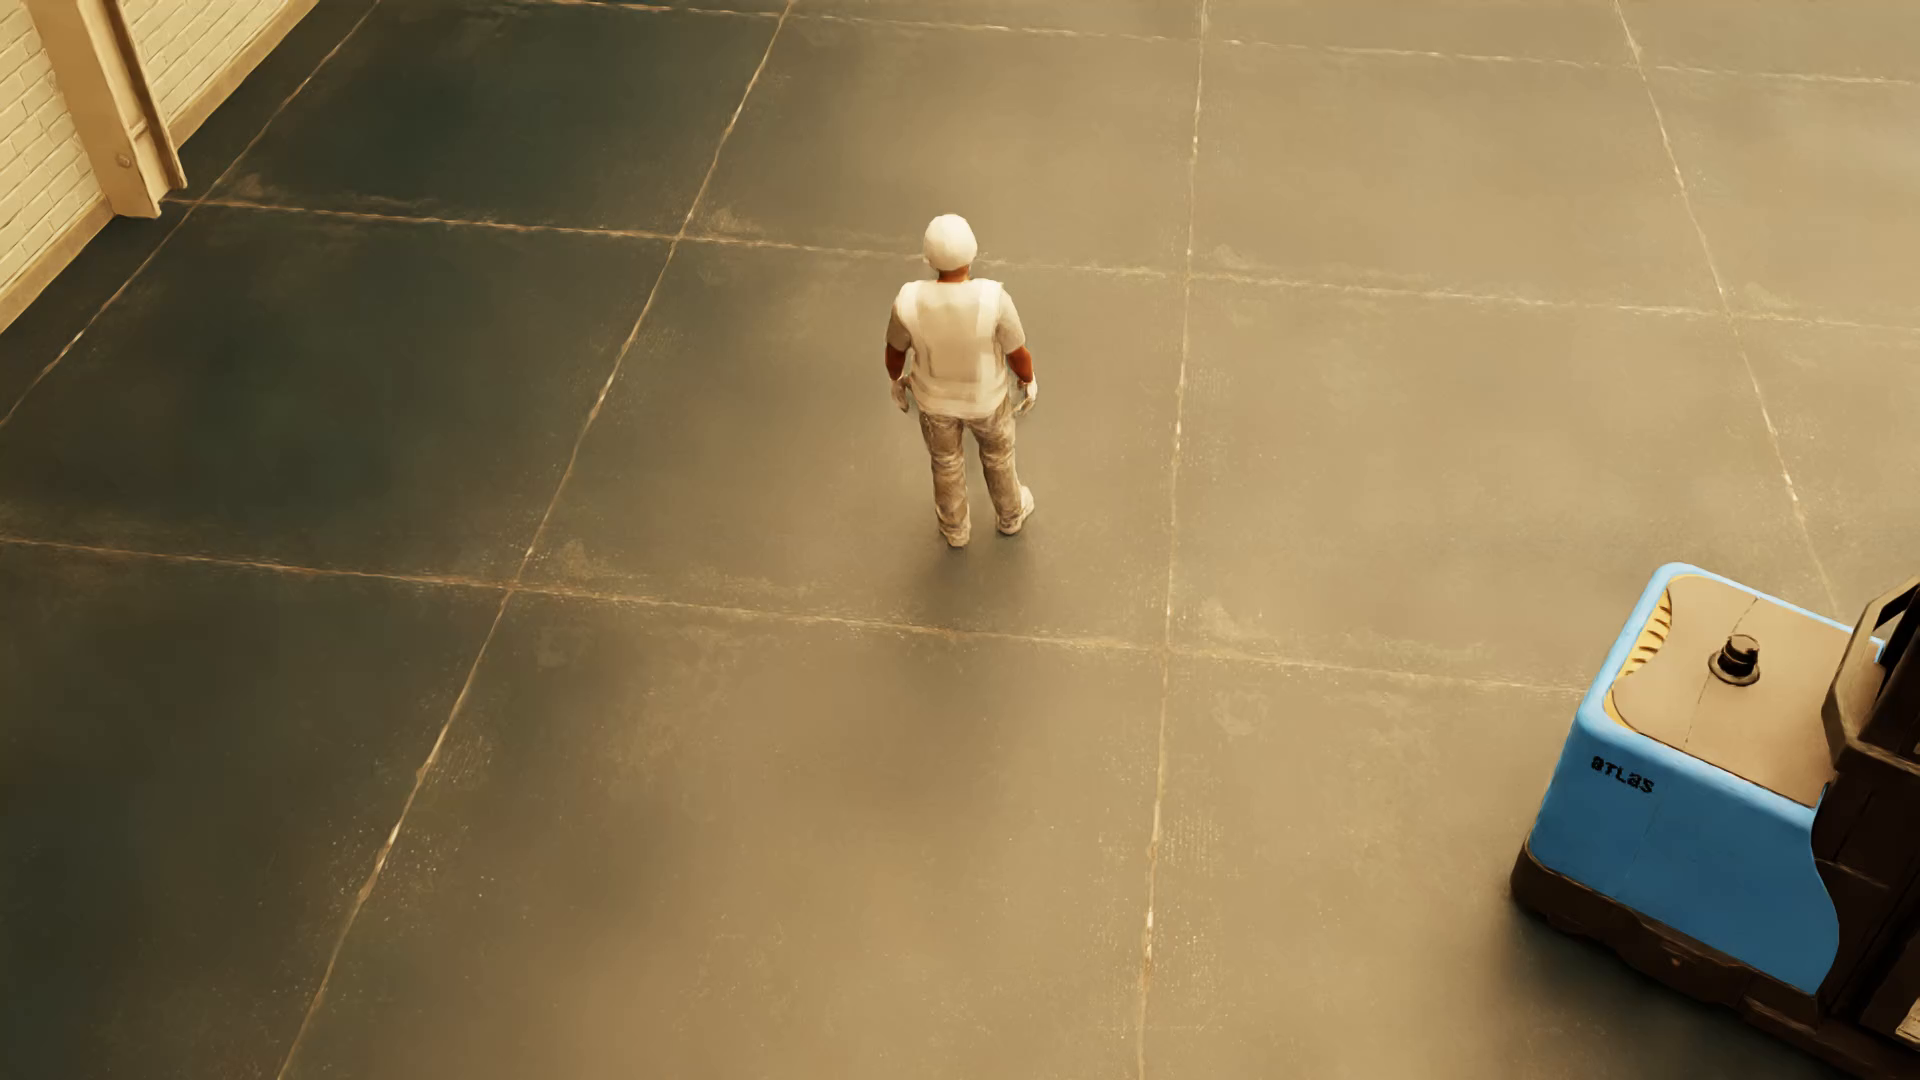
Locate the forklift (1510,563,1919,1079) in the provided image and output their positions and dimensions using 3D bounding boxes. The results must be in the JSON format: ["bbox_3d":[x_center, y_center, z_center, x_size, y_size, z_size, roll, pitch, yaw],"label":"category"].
[{"bbox_3d":[3.602,0.610,5.060,3.031,2.935,1.130,25,48,25],"label":"forklift"}]

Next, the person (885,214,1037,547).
[{"bbox_3d":[0.017,-0.710,7.335,0.655,1.782,0.576,5,43,6],"label":"person"}]
